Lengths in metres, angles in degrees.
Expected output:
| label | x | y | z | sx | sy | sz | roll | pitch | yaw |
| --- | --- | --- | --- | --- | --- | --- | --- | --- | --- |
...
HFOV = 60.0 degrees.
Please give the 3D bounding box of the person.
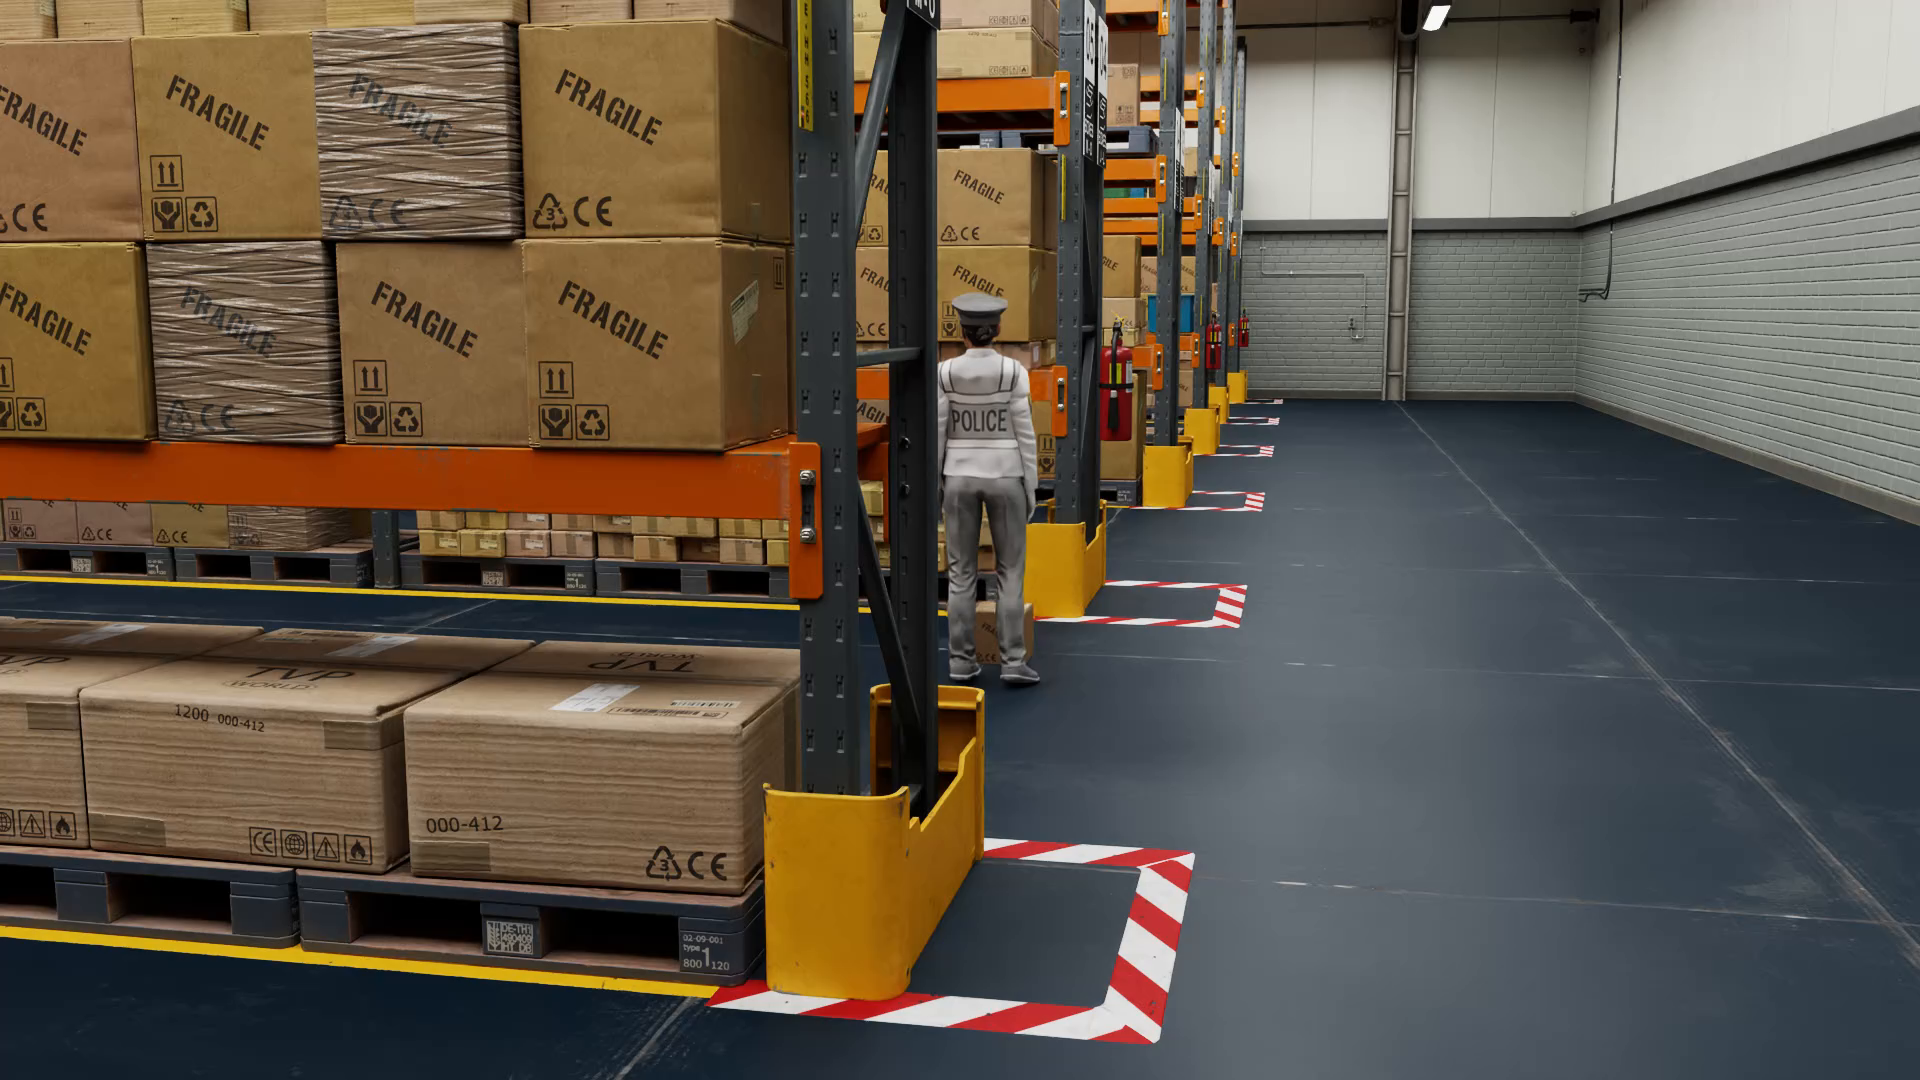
| label | x | y | z | sx | sy | sz | roll | pitch | yaw |
| --- | --- | --- | --- | --- | --- | --- | --- | --- | --- |
| person | 0.093 | -0.211 | 7.195 | 0.496 | 1.708 | 0.334 | 2 | 8 | 11 |
